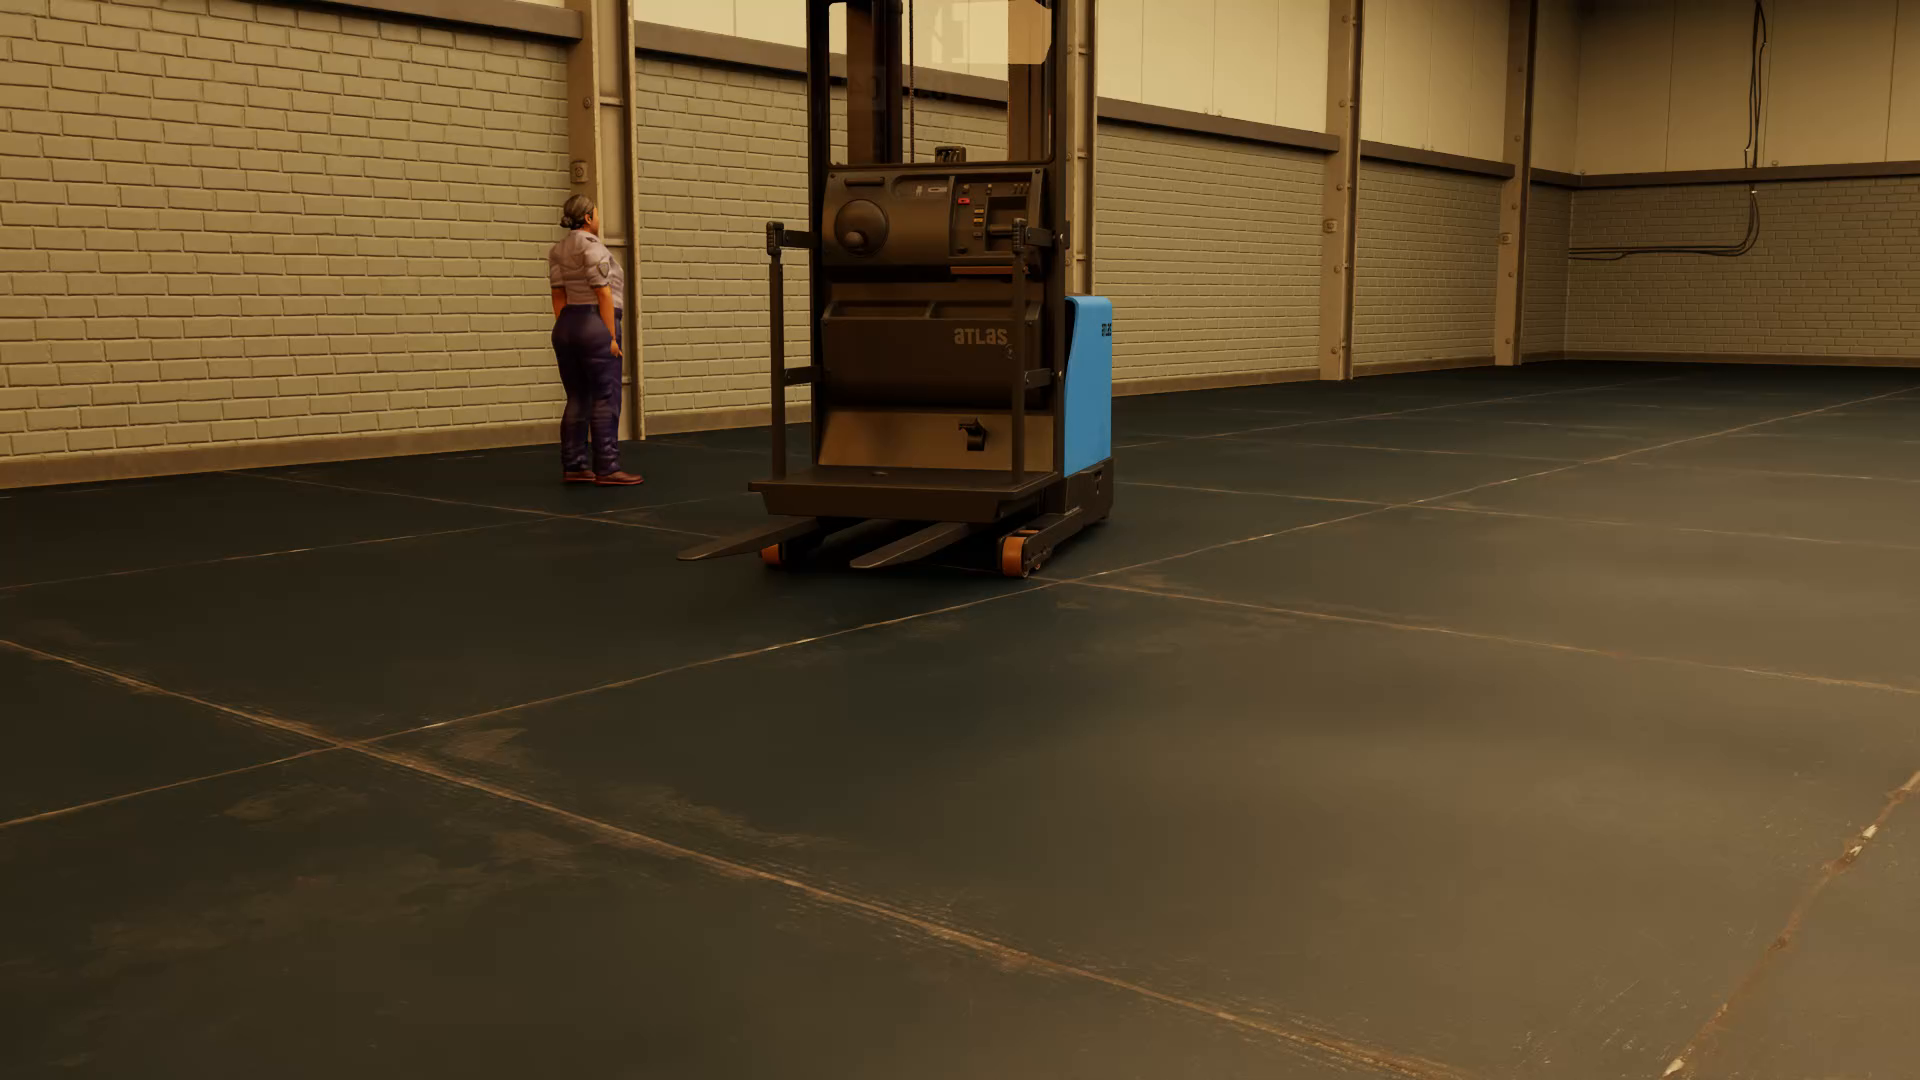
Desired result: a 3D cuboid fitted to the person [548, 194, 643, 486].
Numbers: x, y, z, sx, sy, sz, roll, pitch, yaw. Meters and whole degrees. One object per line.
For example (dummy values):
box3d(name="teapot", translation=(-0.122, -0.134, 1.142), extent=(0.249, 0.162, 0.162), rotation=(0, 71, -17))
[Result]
box3d(name="person", translation=(-2.108, -1.138, 9.521), extent=(0.476, 1.650, 0.364), rotation=(6, 10, 37))

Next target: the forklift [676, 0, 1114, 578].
box3d(name="forklift", translation=(-0.176, -1.366, 6.616), extent=(1.130, 2.935, 3.031), rotation=(3, 9, 17))
